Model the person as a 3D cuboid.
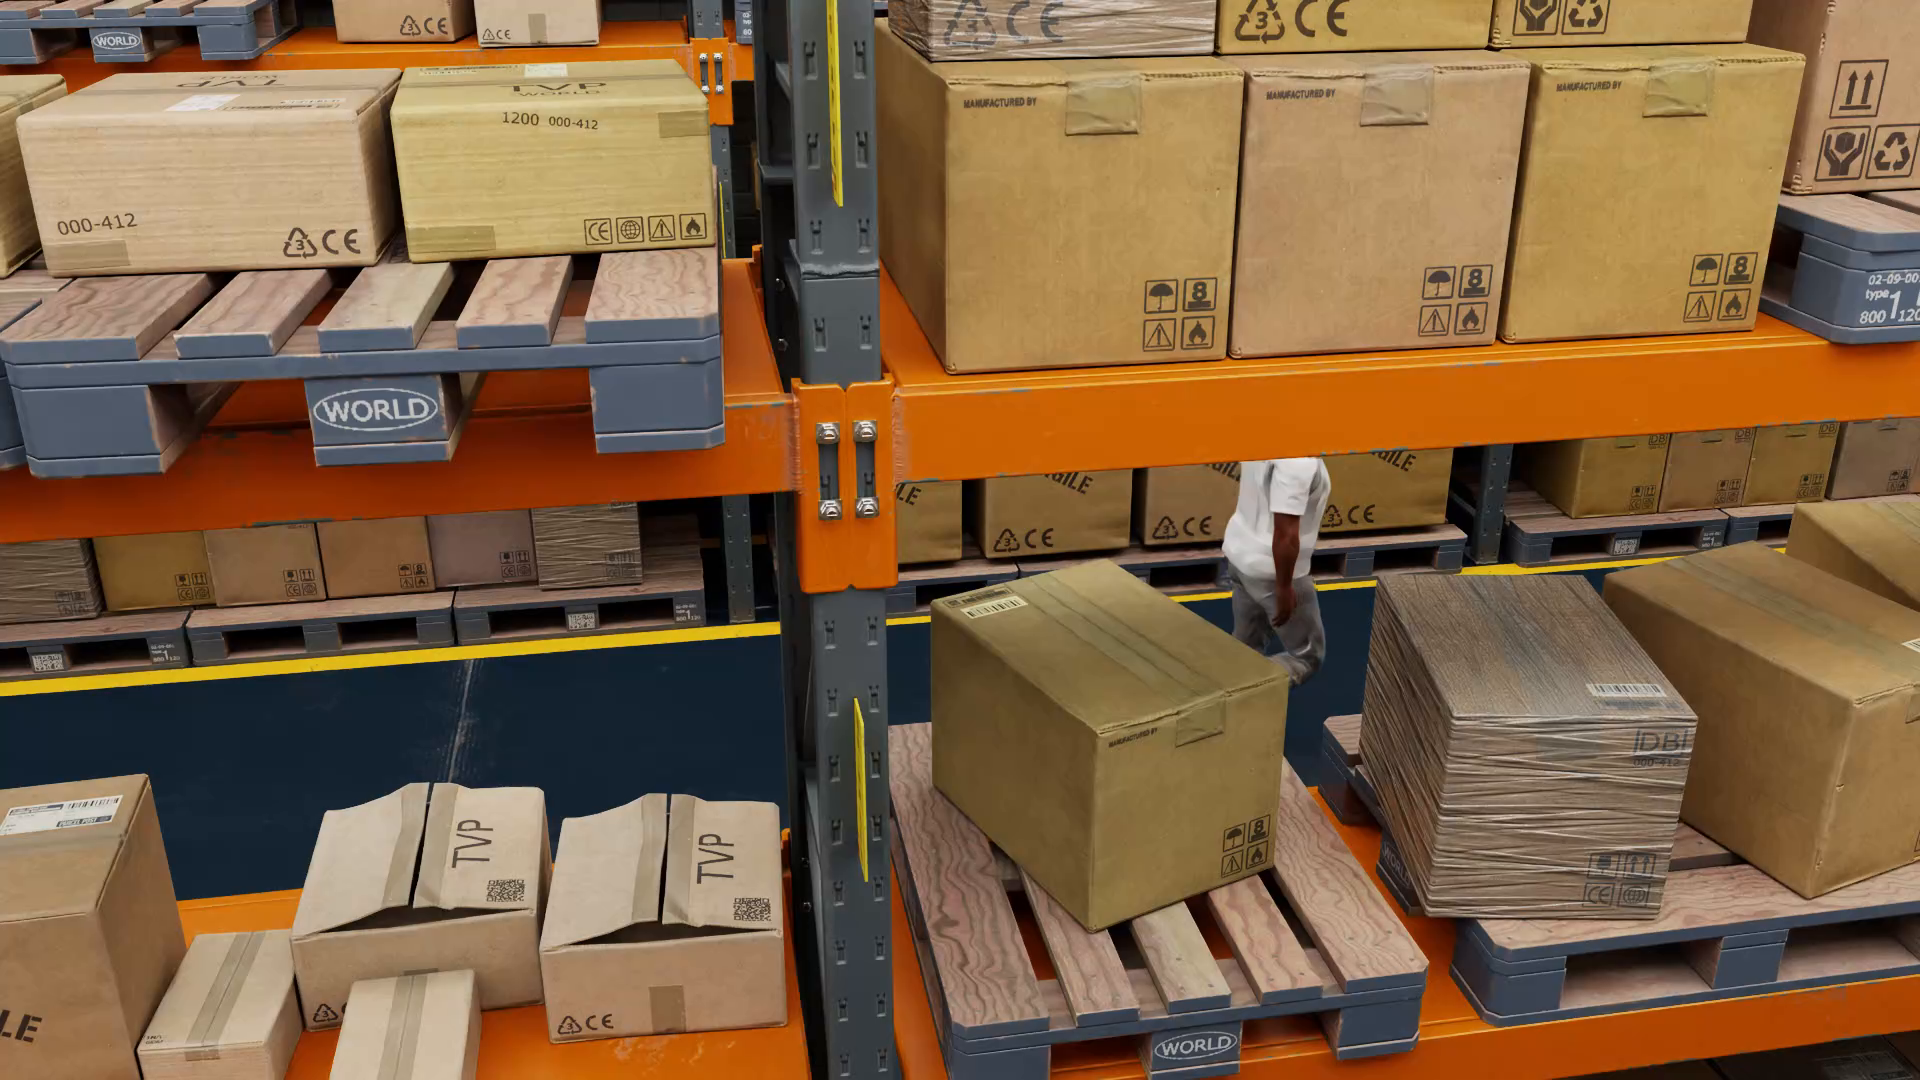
[{"bbox_3d":[1.245,0.099,6.752,0.535,1.757,0.594,-5,24,-11],"label":"person"}]
